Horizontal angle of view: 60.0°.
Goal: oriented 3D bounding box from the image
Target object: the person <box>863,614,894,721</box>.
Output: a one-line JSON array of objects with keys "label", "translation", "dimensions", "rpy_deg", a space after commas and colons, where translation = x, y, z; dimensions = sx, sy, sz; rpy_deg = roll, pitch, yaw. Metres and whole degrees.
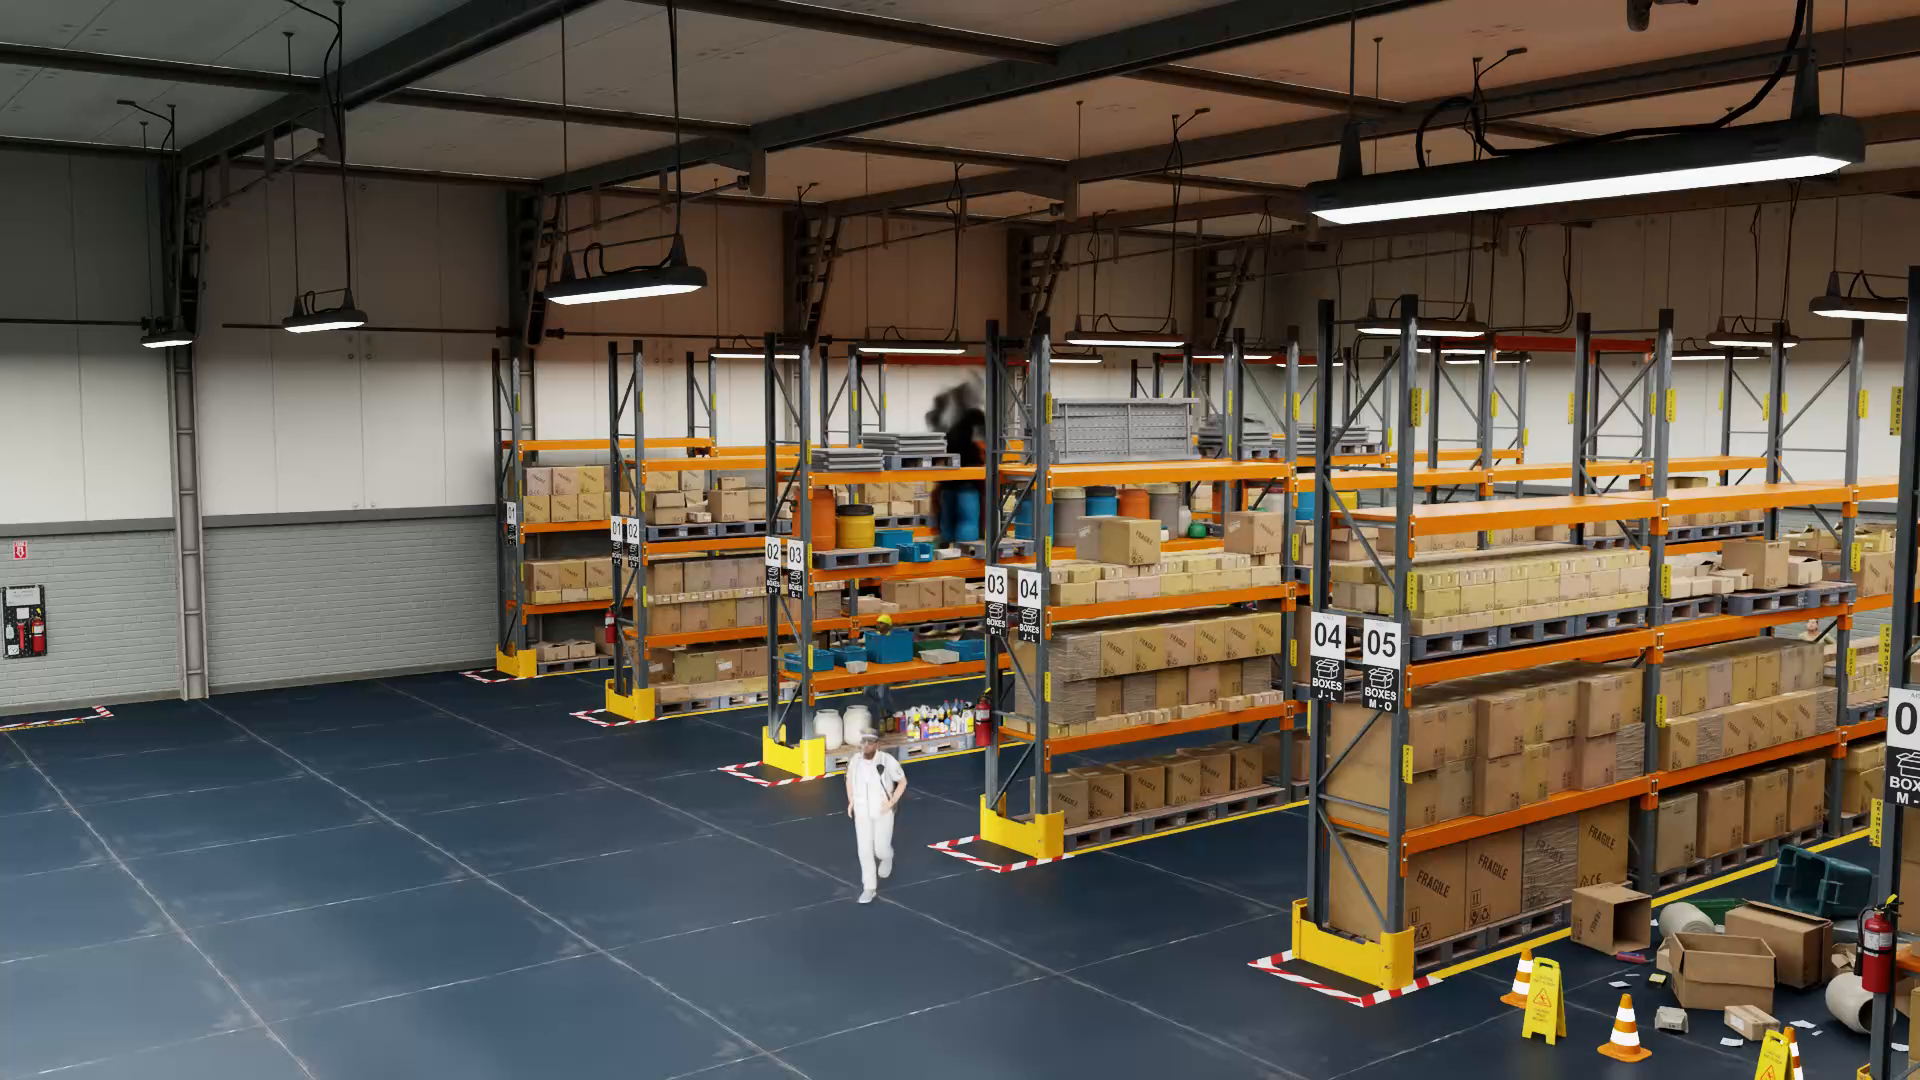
[{"label": "person", "translation": [-1.245, 2.020, 25.927], "dimensions": [0.690, 1.721, 0.597], "rpy_deg": [5, 7, 44]}]

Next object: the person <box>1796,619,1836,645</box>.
[{"label": "person", "translation": [13.510, 2.029, 26.364], "dimensions": [0.606, 1.661, 0.597], "rpy_deg": [4, 7, 41]}]

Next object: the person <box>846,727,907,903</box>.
[{"label": "person", "translation": [-0.873, 2.780, 17.085], "dimensions": [0.659, 1.774, 0.724], "rpy_deg": [1, 5, 13]}]
